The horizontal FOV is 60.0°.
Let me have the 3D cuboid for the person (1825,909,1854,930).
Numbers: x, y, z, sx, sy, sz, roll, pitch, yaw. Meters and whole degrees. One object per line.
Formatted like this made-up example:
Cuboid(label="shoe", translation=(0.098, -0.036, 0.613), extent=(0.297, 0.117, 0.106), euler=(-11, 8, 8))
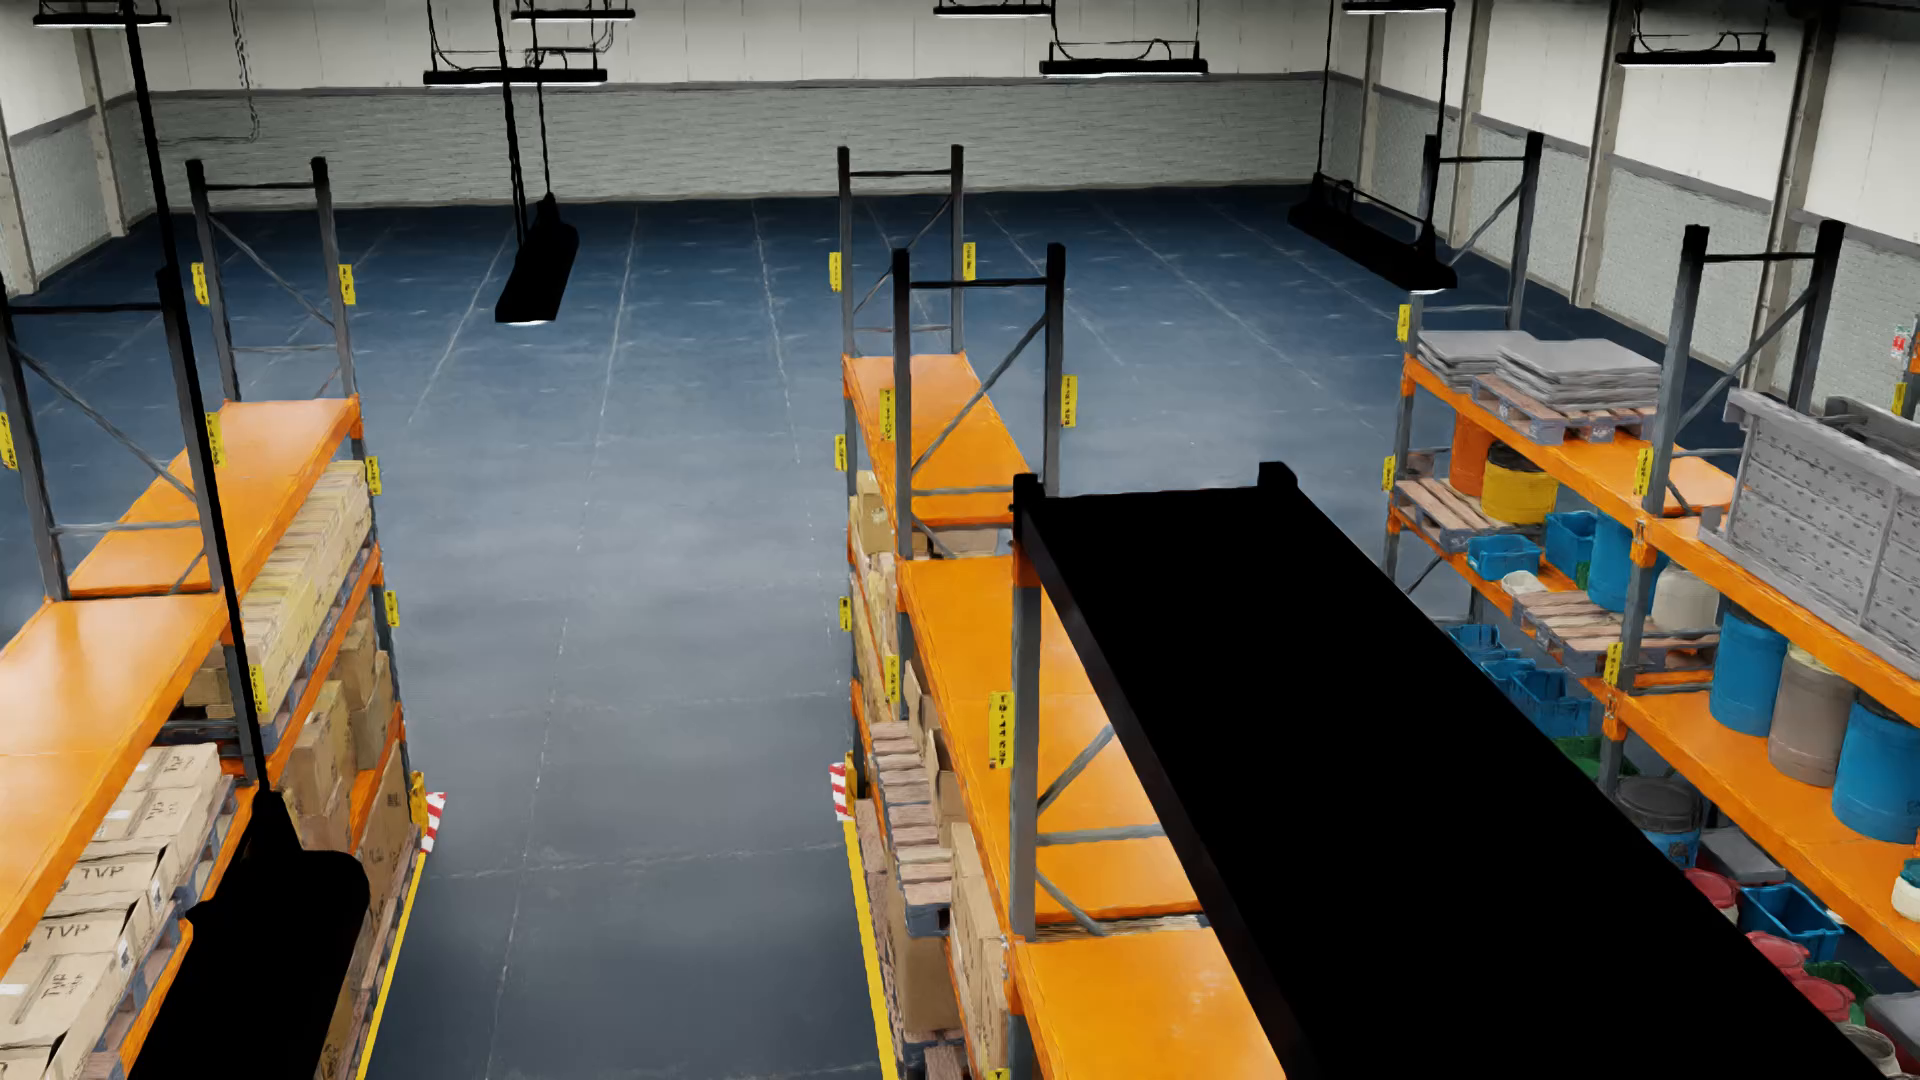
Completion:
Cuboid(label="person", translation=(7.561, 2.466, 13.207), extent=(0.621, 1.601, 0.817), euler=(-10, 24, -23))
